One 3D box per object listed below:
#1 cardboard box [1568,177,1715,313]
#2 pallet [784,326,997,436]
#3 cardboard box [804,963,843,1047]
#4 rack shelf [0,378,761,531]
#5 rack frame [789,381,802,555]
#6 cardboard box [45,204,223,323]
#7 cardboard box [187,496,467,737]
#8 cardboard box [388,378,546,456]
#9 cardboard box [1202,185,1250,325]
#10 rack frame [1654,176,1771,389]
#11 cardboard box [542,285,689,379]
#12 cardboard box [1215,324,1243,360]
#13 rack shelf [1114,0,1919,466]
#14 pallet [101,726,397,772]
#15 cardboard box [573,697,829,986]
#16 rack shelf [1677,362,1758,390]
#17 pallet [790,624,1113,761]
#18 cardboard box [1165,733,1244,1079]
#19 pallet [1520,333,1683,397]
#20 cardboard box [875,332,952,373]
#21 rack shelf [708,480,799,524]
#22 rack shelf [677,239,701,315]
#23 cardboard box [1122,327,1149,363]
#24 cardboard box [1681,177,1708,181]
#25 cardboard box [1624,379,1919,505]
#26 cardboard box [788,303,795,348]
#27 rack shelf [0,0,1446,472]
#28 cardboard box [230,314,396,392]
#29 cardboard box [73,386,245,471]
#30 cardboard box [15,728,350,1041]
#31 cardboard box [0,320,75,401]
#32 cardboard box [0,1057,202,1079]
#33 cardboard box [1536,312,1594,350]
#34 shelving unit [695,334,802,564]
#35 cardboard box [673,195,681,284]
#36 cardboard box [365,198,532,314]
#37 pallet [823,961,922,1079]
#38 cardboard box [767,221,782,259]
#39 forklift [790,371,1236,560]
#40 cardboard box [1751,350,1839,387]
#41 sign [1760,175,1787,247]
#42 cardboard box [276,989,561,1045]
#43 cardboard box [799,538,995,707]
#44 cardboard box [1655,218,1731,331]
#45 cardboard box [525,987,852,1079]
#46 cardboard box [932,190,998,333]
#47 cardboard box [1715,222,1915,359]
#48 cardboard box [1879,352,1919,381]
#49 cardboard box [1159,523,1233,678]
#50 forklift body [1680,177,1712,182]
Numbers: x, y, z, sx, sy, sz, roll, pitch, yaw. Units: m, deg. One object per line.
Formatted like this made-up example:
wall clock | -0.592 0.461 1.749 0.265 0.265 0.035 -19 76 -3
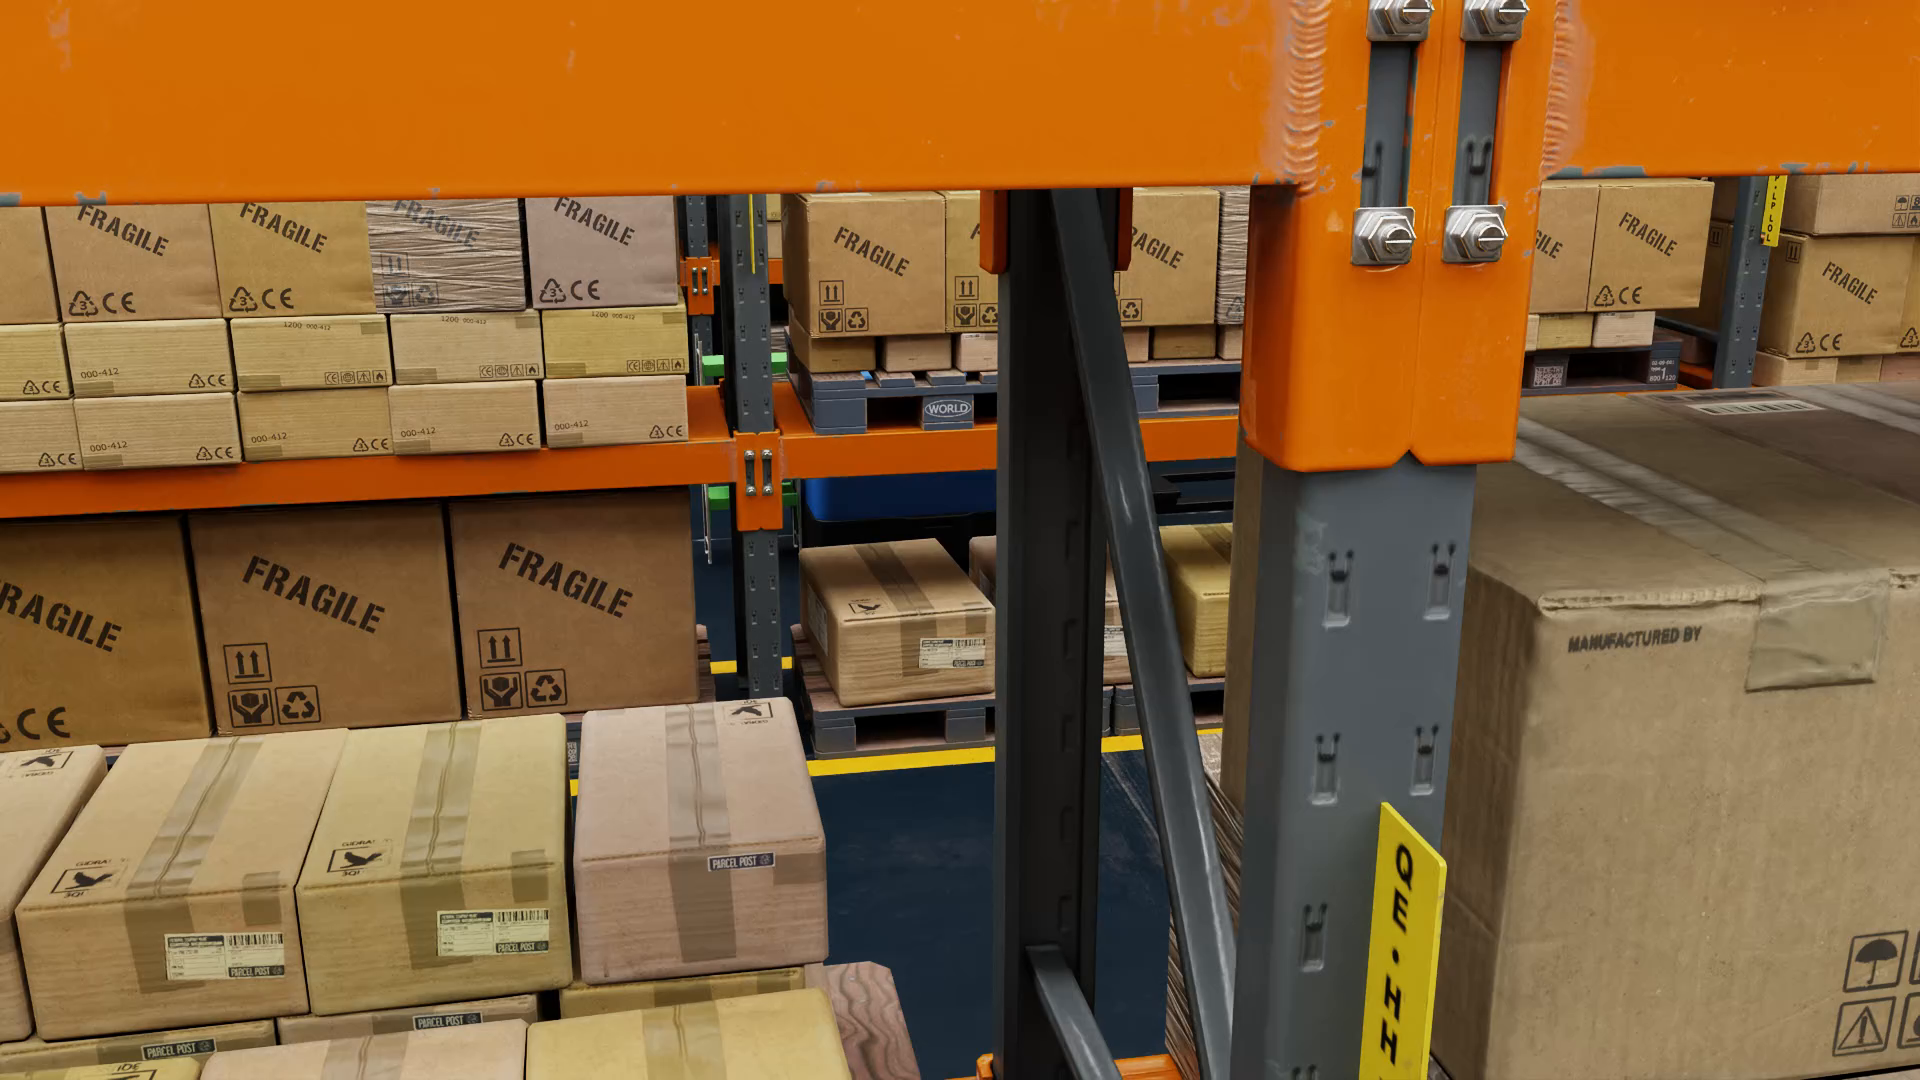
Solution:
cardboard box | 2.680 -1.226 6.804 0.500 0.500 0.500 -4 17 -11
pallet | -0.158 -0.684 6.755 1.003 0.211 1.213 -3 17 -10
cardboard box | -0.276 0.603 1.954 0.250 0.149 0.380 -3 17 -11
rack shelf | -2.801 -0.250 6.241 4.000 0.370 1.077 -3 17 -10
rack frame | -0.887 -0.512 8.935 0.015 1.200 0.240 -4 18 -13
cardboard box | -2.784 -1.044 5.727 0.500 0.500 0.500 -4 17 -11
cardboard box | -2.407 0.173 6.543 0.875 0.875 0.875 -3 17 -10
cardboard box | -1.783 -0.497 6.077 0.500 0.250 0.500 -3 17 -9
cardboard box | 1.172 -1.142 6.529 0.500 0.500 0.500 -4 18 -13
rack frame | 3.090 -0.928 7.223 0.127 3.000 1.000 -3 17 -10
cardboard box | -1.264 -0.772 6.120 0.500 0.250 0.500 -3 17 -11
cardboard box | 1.113 -0.826 6.605 0.250 0.149 0.380 -3 17 -9
rack shelf | 2.165 -0.485 1.898 4.000 0.370 1.077 -3 17 -10
pallet | -2.821 0.717 6.617 1.213 0.211 1.003 -3 17 -10
cardboard box | -0.294 0.322 1.855 0.250 0.149 0.380 -3 17 -10
rack shelf | 5.054 -0.695 7.691 4.000 0.370 1.077 -3 17 -10
pallet | -0.069 0.585 7.047 1.213 0.211 1.003 -3 17 -10
cardboard box | 0.593 0.566 2.189 0.500 0.500 0.500 -3 17 -10
pallet | 2.312 -0.835 7.249 1.213 0.211 1.003 -3 17 -10
cardboard box | -0.199 -0.756 6.377 0.250 0.149 0.380 -4 18 -14
rack shelf | -1.124 -0.205 8.970 0.480 0.148 0.258 -4 18 -13
rack shelf | -3.746 -1.680 10.899 4.000 0.370 1.077 -3 17 -10
cardboard box | 0.575 -0.803 6.531 0.250 0.149 0.380 -2 17 -7
cardboard box | 5.128 -2.500 12.171 0.500 0.500 0.500 -3 17 -9
cardboard box | 1.140 0.140 1.874 0.500 0.500 0.700 -3 17 -11
cardboard box | -0.560 -0.872 6.753 0.250 0.149 0.380 -3 17 -8
rack shelf | -1.762 -0.262 1.173 4.000 0.370 1.077 -3 17 -10
cardboard box | -2.266 -0.708 5.912 0.500 0.250 0.500 -4 17 -12
cardboard box | -2.776 -0.437 5.882 0.500 0.250 0.500 -4 17 -11
cardboard box | -0.794 0.350 1.764 0.250 0.149 0.380 -3 17 -11
cardboard box | -3.272 -0.650 5.723 0.500 0.250 0.500 -3 17 -10
cardboard box | -0.697 0.539 1.148 0.250 0.149 0.380 -3 17 -9
cardboard box | 2.375 -0.890 6.815 0.250 0.149 0.380 -4 17 -12
shelving unit | -1.124 -0.495 8.881 0.503 1.200 0.258 -4 18 -13
cardboard box | -1.368 -1.274 6.476 0.500 0.500 0.500 -4 17 -12
cardboard box | -1.797 -1.095 5.896 0.500 0.500 0.500 -3 17 -9
pallet | -0.478 0.879 1.669 1.003 0.211 1.213 -3 17 -10
cardboard box | -1.300 -2.018 11.029 0.500 0.250 0.500 -3 17 -10
forklift | 0.608 -1.443 9.019 3.031 2.935 1.130 -4 18 -13
cardboard box | 3.460 -0.733 7.016 0.250 0.149 0.380 -3 17 -11
sign | 3.199 -1.321 6.533 0.005 0.325 0.100 -3 17 -10
cardboard box | -0.577 0.478 1.851 0.250 0.149 0.380 -2 17 -8
cardboard box | -0.280 0.322 6.915 0.625 0.372 0.950 -4 18 -14
cardboard box | 3.479 -1.214 7.479 0.500 0.500 0.500 -4 17 -12
cardboard box | -0.193 0.511 1.239 0.250 0.149 0.380 -4 18 -13
cardboard box | 0.159 -1.085 6.343 0.500 0.500 0.500 -2 17 -8
cardboard box | 3.575 -1.062 6.983 0.500 0.500 0.500 -3 17 -11
cardboard box | 3.954 -0.785 7.187 0.250 0.149 0.380 -3 17 -11
cardboard box | 1.188 0.238 7.188 0.625 0.372 0.950 -3 17 -9
forklift body | 4.557 -1.544 10.675 1.214 2.155 2.313 -3 17 -10
